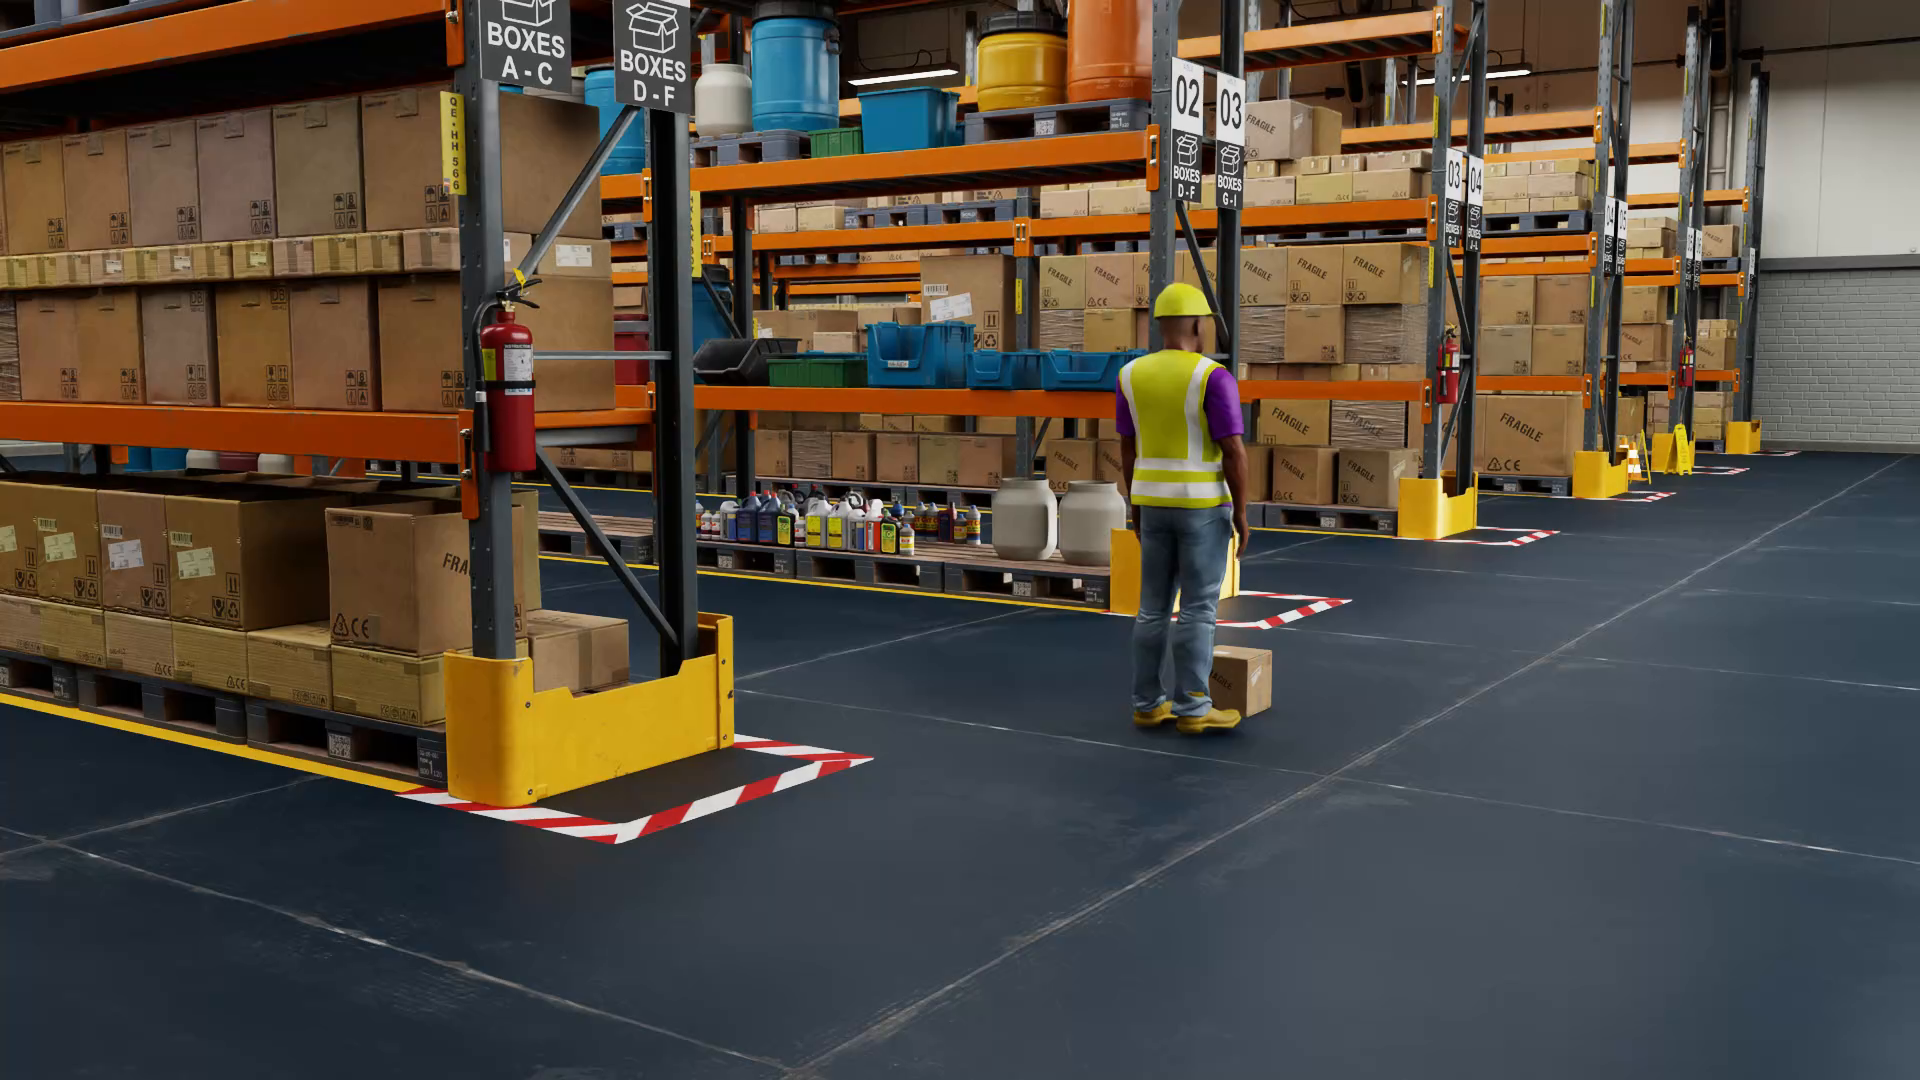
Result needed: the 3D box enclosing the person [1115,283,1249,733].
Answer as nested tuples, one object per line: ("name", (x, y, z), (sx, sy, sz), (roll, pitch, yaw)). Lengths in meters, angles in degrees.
("person", (0.904, -0.128, 6.618), (0.576, 1.768, 0.380), (5, 8, 39))
